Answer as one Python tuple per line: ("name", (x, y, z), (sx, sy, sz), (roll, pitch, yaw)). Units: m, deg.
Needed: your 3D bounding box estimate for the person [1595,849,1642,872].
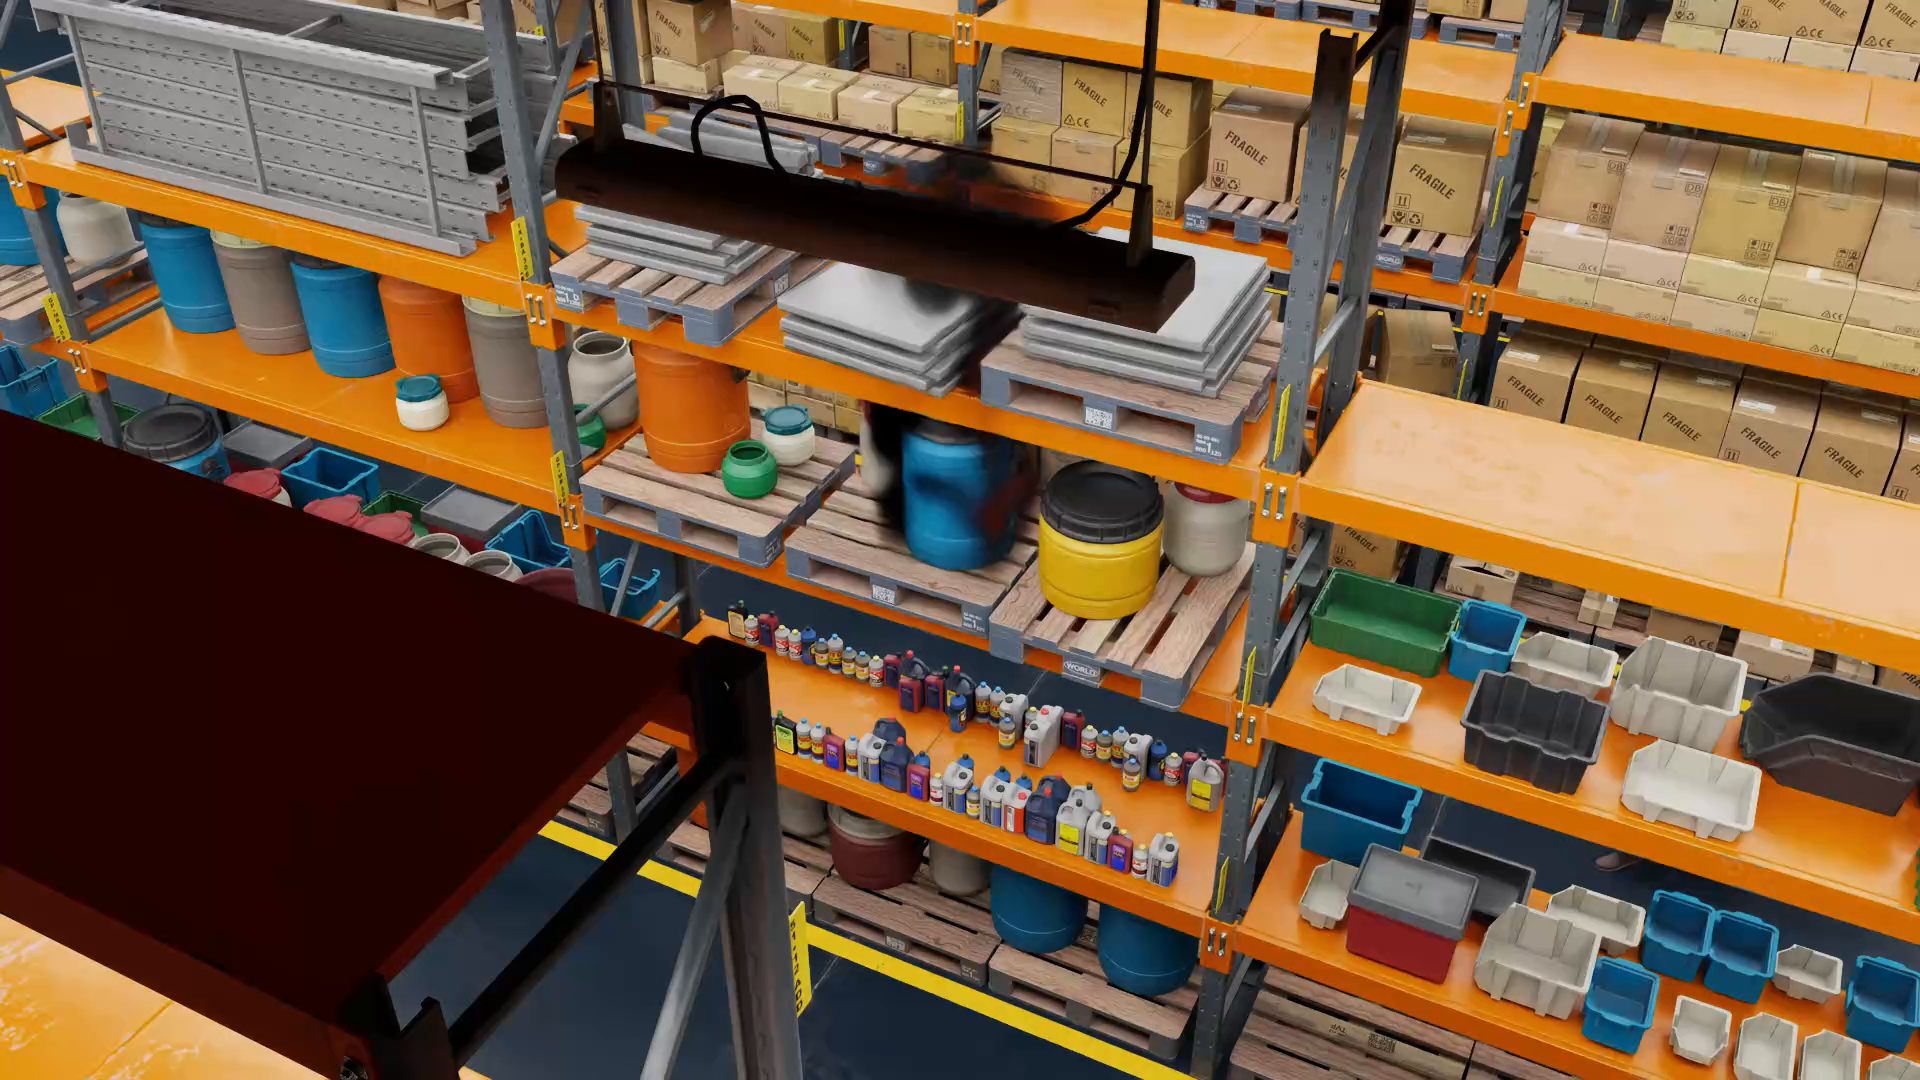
("person", (4.507, 1.465, 10.402), (0.941, 1.621, 0.590), (12, 37, 16))
